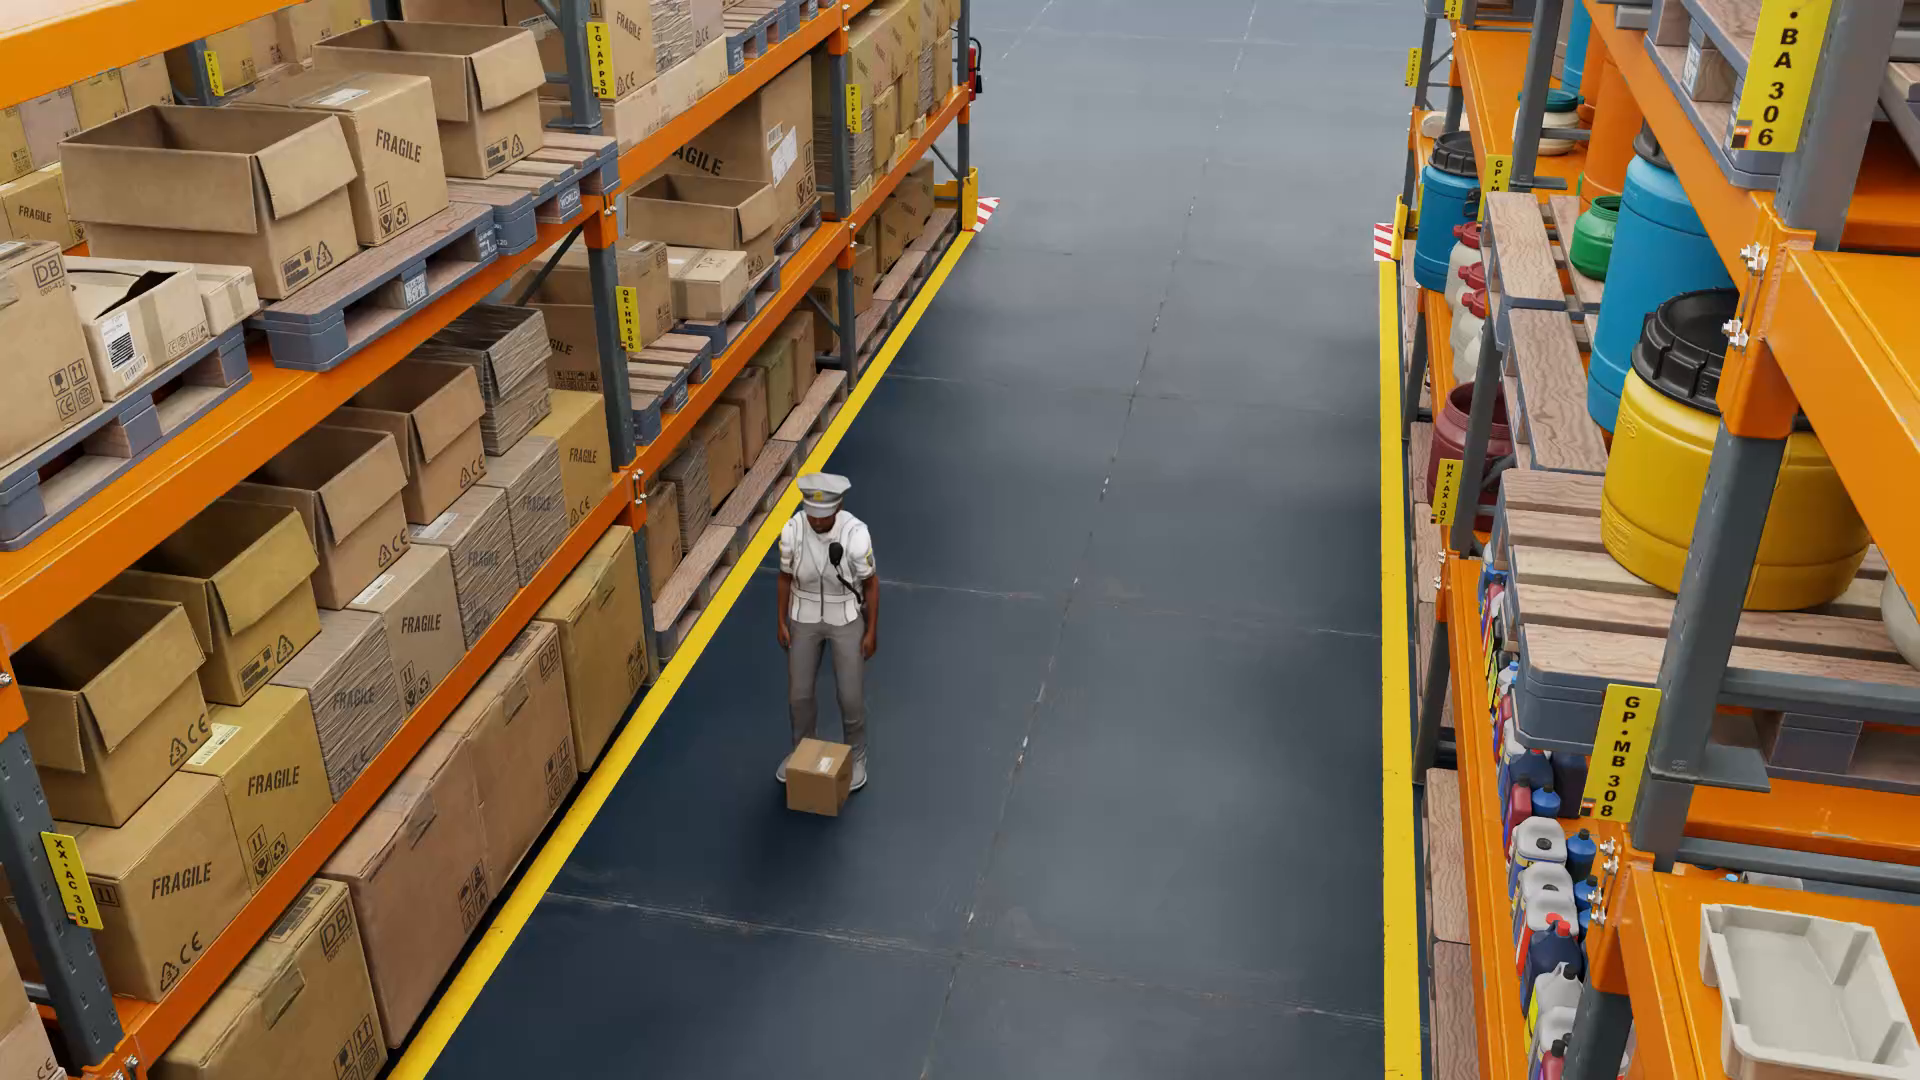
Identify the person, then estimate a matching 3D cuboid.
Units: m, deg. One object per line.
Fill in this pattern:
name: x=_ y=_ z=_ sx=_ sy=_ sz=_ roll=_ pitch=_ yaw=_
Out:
person: x=-0.637 y=0.413 z=7.870 sx=0.513 sy=1.656 sz=0.396 roll=5 pitch=29 yaw=9
